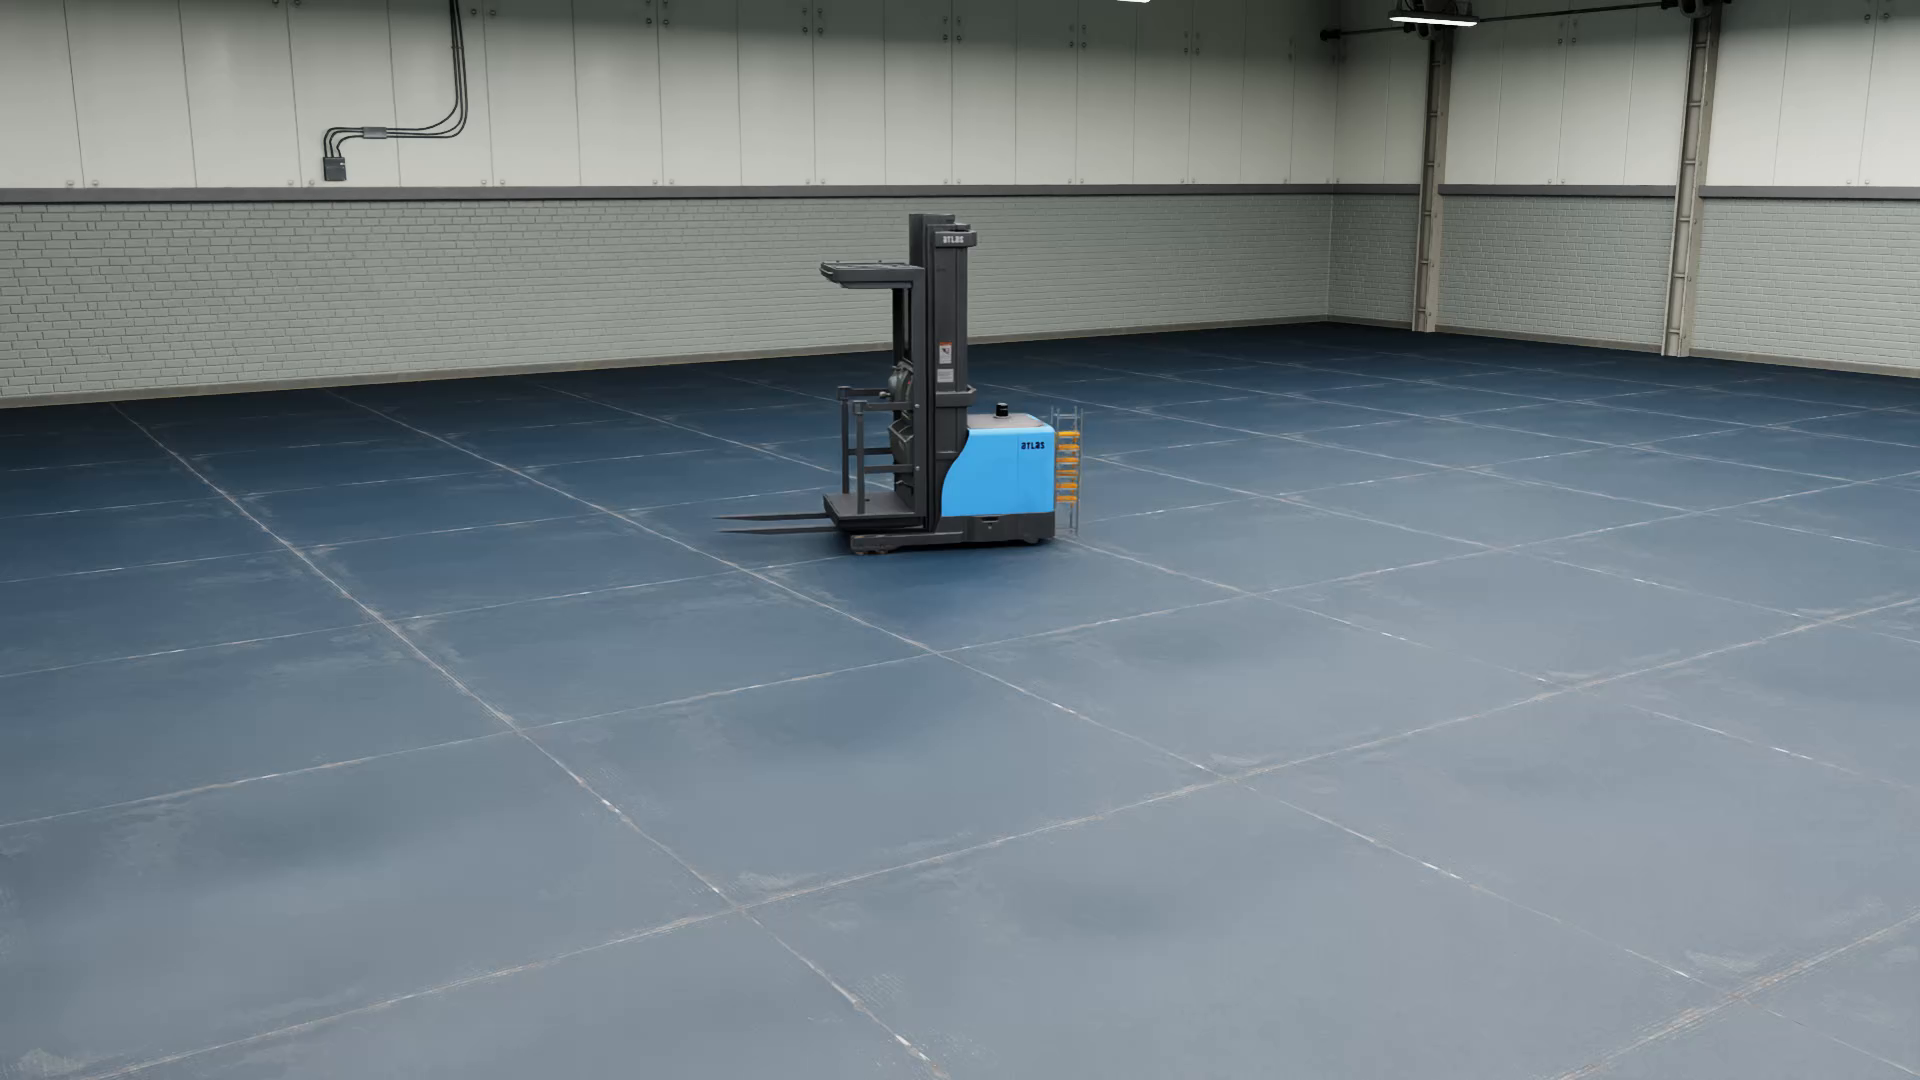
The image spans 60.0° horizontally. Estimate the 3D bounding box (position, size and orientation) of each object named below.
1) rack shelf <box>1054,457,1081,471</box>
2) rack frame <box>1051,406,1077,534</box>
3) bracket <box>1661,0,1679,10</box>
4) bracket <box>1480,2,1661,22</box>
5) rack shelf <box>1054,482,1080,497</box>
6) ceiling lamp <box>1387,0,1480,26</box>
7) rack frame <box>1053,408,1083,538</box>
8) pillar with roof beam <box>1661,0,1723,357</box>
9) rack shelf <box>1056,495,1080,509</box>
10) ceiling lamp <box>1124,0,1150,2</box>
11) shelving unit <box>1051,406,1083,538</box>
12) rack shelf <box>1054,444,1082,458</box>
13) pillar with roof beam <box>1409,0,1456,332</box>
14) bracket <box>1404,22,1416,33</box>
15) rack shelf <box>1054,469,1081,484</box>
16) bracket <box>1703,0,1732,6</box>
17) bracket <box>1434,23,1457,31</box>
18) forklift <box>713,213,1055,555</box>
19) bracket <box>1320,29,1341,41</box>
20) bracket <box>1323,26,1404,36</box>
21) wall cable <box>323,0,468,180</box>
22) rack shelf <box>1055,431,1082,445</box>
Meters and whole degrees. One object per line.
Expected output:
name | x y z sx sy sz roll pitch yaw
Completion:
rack shelf | 0.965 -0.700 15.272 0.258 0.103 0.180 -1 12 -13
rack frame | 0.942 -0.645 15.375 0.240 1.200 0.006 -1 12 -13
bracket | 12.791 -9.621 29.757 0.235 0.232 0.430 -8 15 -33
bracket | 11.354 -10.083 31.866 0.076 0.066 4.783 -8 15 -33
rack shelf | 0.959 -0.465 15.322 0.258 0.103 0.180 -1 12 -13
ceiling lamp | 8.004 -10.475 28.425 2.000 3.185 0.800 -8 15 -33
rack frame | 0.984 -0.607 15.201 0.240 1.200 0.006 -1 12 -13
pillar with roof beam | 9.733 -7.322 27.666 9.100 9.000 0.548 -8 15 -33
rack shelf | 0.956 -0.348 15.347 0.258 0.103 0.180 -1 12 -13
ceiling lamp | 1.893 -9.607 24.452 2.000 3.185 0.800 -8 15 -33
shelving unit | 0.963 -0.626 15.288 0.258 1.200 0.189 -1 12 -13
rack shelf | 0.968 -0.817 15.247 0.258 0.103 0.180 -1 12 -13
pillar with roof beam | 6.408 -8.389 32.546 9.100 9.000 0.548 -8 15 -33
bracket | 9.467 -10.688 34.637 0.235 0.232 0.430 -8 15 -33
rack shelf | 0.962 -0.583 15.297 0.258 0.103 0.180 -1 12 -13
bracket | 13.251 -9.474 29.082 0.235 0.232 0.430 -8 15 -33
bracket | 9.927 -10.541 33.962 0.235 0.232 0.430 -8 15 -33
forklift | -0.709 -1.426 14.910 3.031 2.935 1.130 -3 13 -11
bracket | 8.154 -11.110 36.564 0.235 0.232 0.430 -8 15 -33
bracket | 8.481 -11.005 36.084 0.076 0.066 3.189 -8 15 -33
wall cable | -8.851 -8.632 25.700 2.305 6.003 0.169 -8 15 -33
rack shelf | 0.971 -0.935 15.222 0.258 0.103 0.180 -1 12 -13
